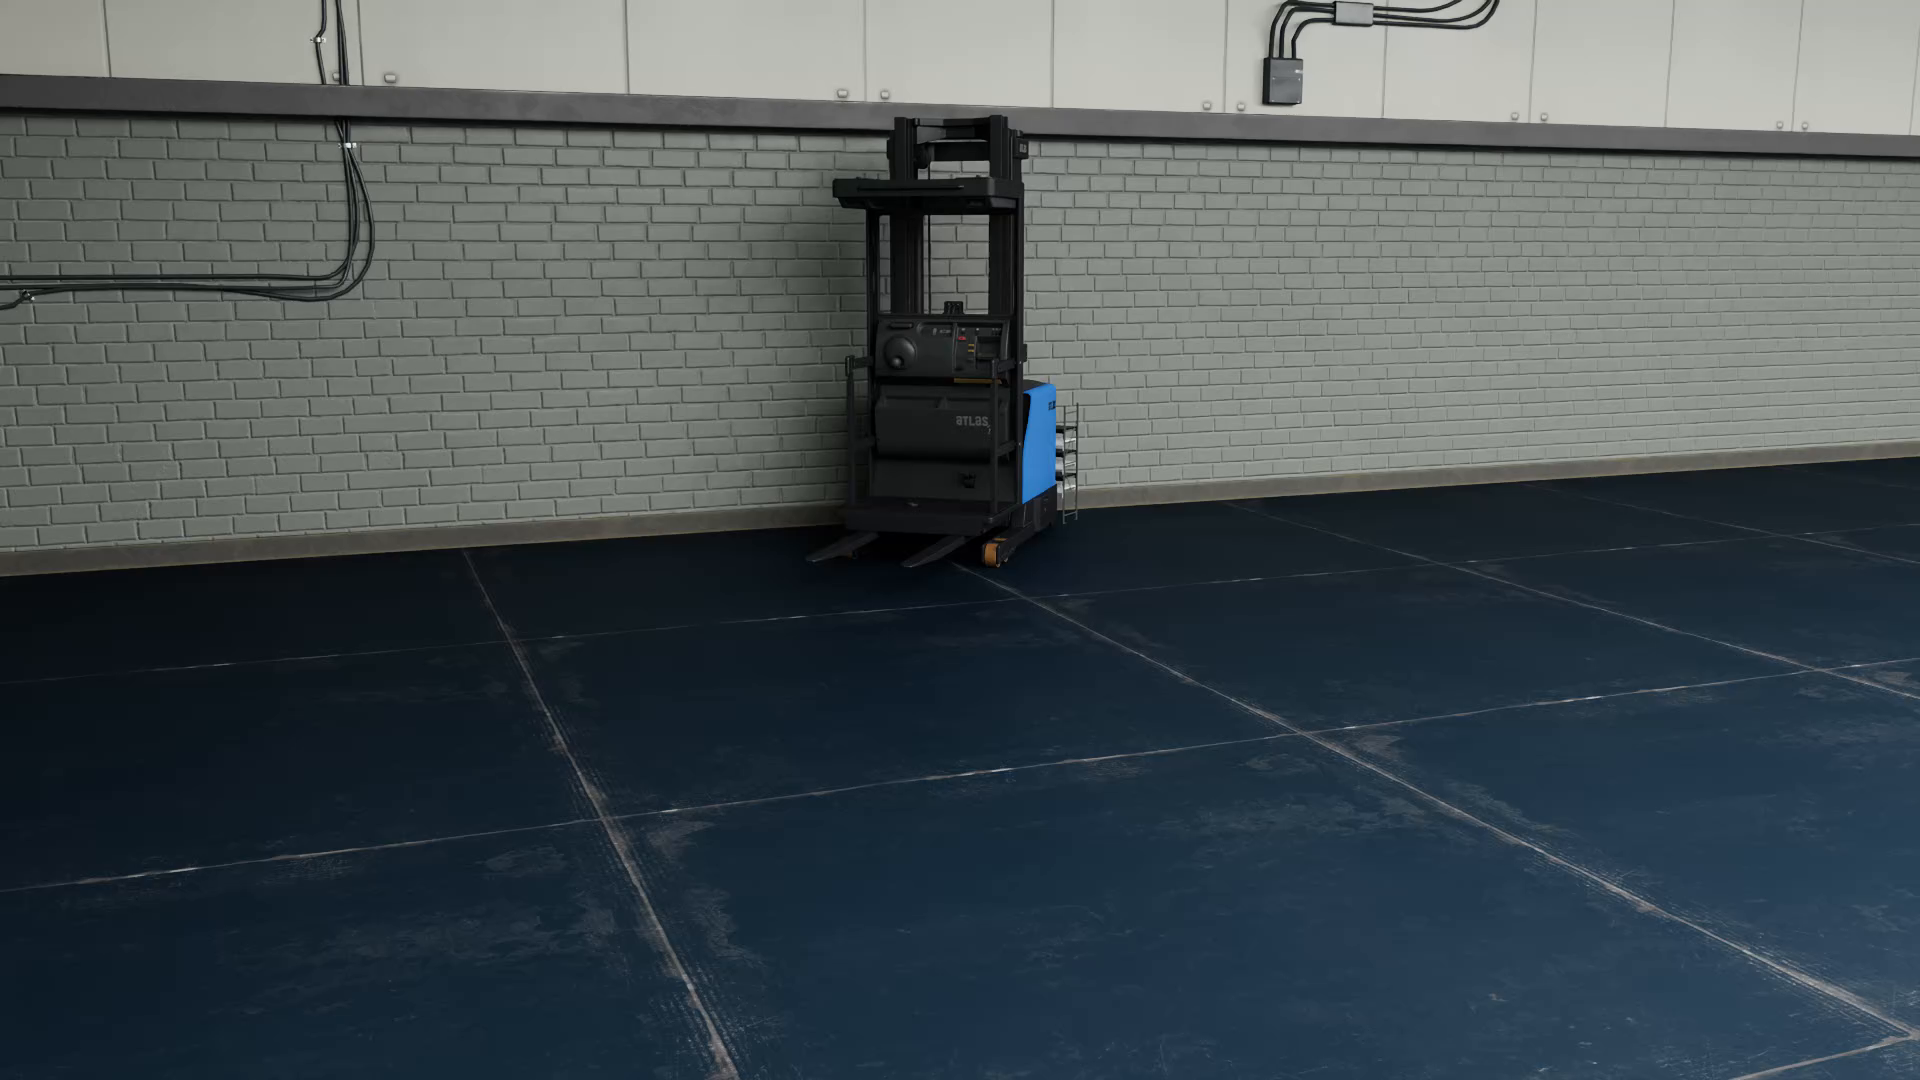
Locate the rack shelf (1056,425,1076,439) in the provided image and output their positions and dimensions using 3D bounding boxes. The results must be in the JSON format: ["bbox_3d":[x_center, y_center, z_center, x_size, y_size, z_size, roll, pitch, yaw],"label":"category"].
[{"bbox_3d":[0.752,-0.824,12.634,0.200,0.077,0.258,6,12,30],"label":"rack shelf"}]

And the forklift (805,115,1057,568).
[{"bbox_3d":[-0.178,-1.338,11.073,1.130,2.935,3.031,3,11,16],"label":"forklift"}]

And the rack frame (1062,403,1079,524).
[{"bbox_3d":[0.840,-0.583,12.625,0.006,0.900,0.240,6,12,30],"label":"rack frame"}]

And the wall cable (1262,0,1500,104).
[{"bbox_3d":[3.525,-6.520,13.166,2.305,6.003,0.169,-4,11,-21],"label":"wall cable"}]

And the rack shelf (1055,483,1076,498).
[{"bbox_3d":[0.752,-0.381,12.713,0.200,0.077,0.258,6,12,30],"label":"rack shelf"}]

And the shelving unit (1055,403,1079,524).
[{"bbox_3d":[0.752,-0.591,12.676,0.210,0.900,0.258,6,12,30],"label":"shelving unit"}]

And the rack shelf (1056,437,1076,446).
[{"bbox_3d":[0.752,-0.736,12.650,0.200,0.077,0.258,6,12,30],"label":"rack shelf"}]

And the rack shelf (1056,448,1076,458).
[{"bbox_3d":[0.752,-0.647,12.666,0.200,0.077,0.258,6,12,30],"label":"rack shelf"}]

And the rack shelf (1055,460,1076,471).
[{"bbox_3d":[0.752,-0.559,12.682,0.200,0.077,0.258,6,12,30],"label":"rack shelf"}]

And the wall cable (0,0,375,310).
[{"bbox_3d":[-5.329,-2.717,10.363,3.097,2.526,0.112,-4,11,-21],"label":"wall cable"}]

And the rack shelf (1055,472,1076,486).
[{"bbox_3d":[0.752,-0.470,12.697,0.200,0.077,0.258,6,12,30],"label":"rack shelf"}]
